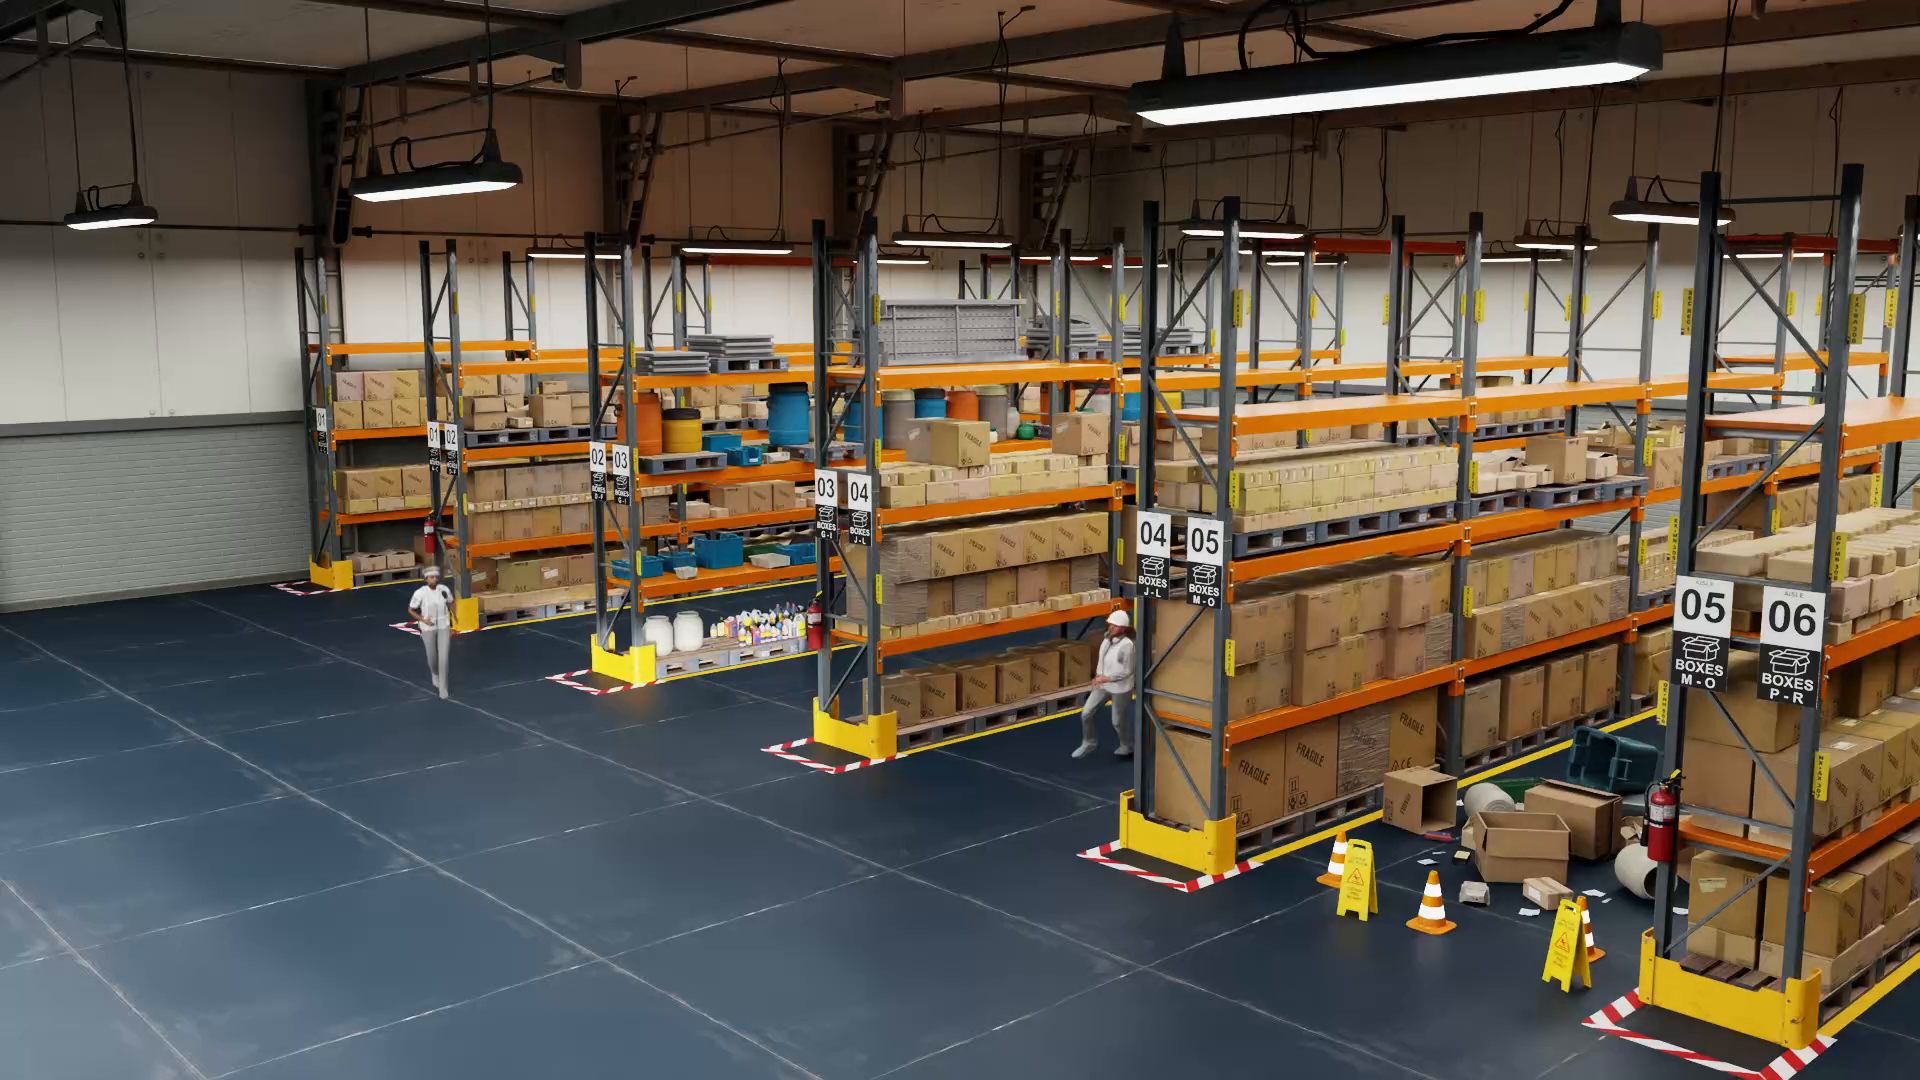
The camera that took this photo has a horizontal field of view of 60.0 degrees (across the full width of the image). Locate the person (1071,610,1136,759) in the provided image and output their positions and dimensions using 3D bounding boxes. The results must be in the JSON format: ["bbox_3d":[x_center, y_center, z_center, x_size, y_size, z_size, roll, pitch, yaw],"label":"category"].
[{"bbox_3d":[1.682,1.602,18.391,0.802,1.723,0.738,-7,11,-39],"label":"person"}]

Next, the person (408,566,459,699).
[{"bbox_3d":[-6.854,1.182,21.686,0.623,1.726,0.791,-4,9,-26],"label":"person"}]
